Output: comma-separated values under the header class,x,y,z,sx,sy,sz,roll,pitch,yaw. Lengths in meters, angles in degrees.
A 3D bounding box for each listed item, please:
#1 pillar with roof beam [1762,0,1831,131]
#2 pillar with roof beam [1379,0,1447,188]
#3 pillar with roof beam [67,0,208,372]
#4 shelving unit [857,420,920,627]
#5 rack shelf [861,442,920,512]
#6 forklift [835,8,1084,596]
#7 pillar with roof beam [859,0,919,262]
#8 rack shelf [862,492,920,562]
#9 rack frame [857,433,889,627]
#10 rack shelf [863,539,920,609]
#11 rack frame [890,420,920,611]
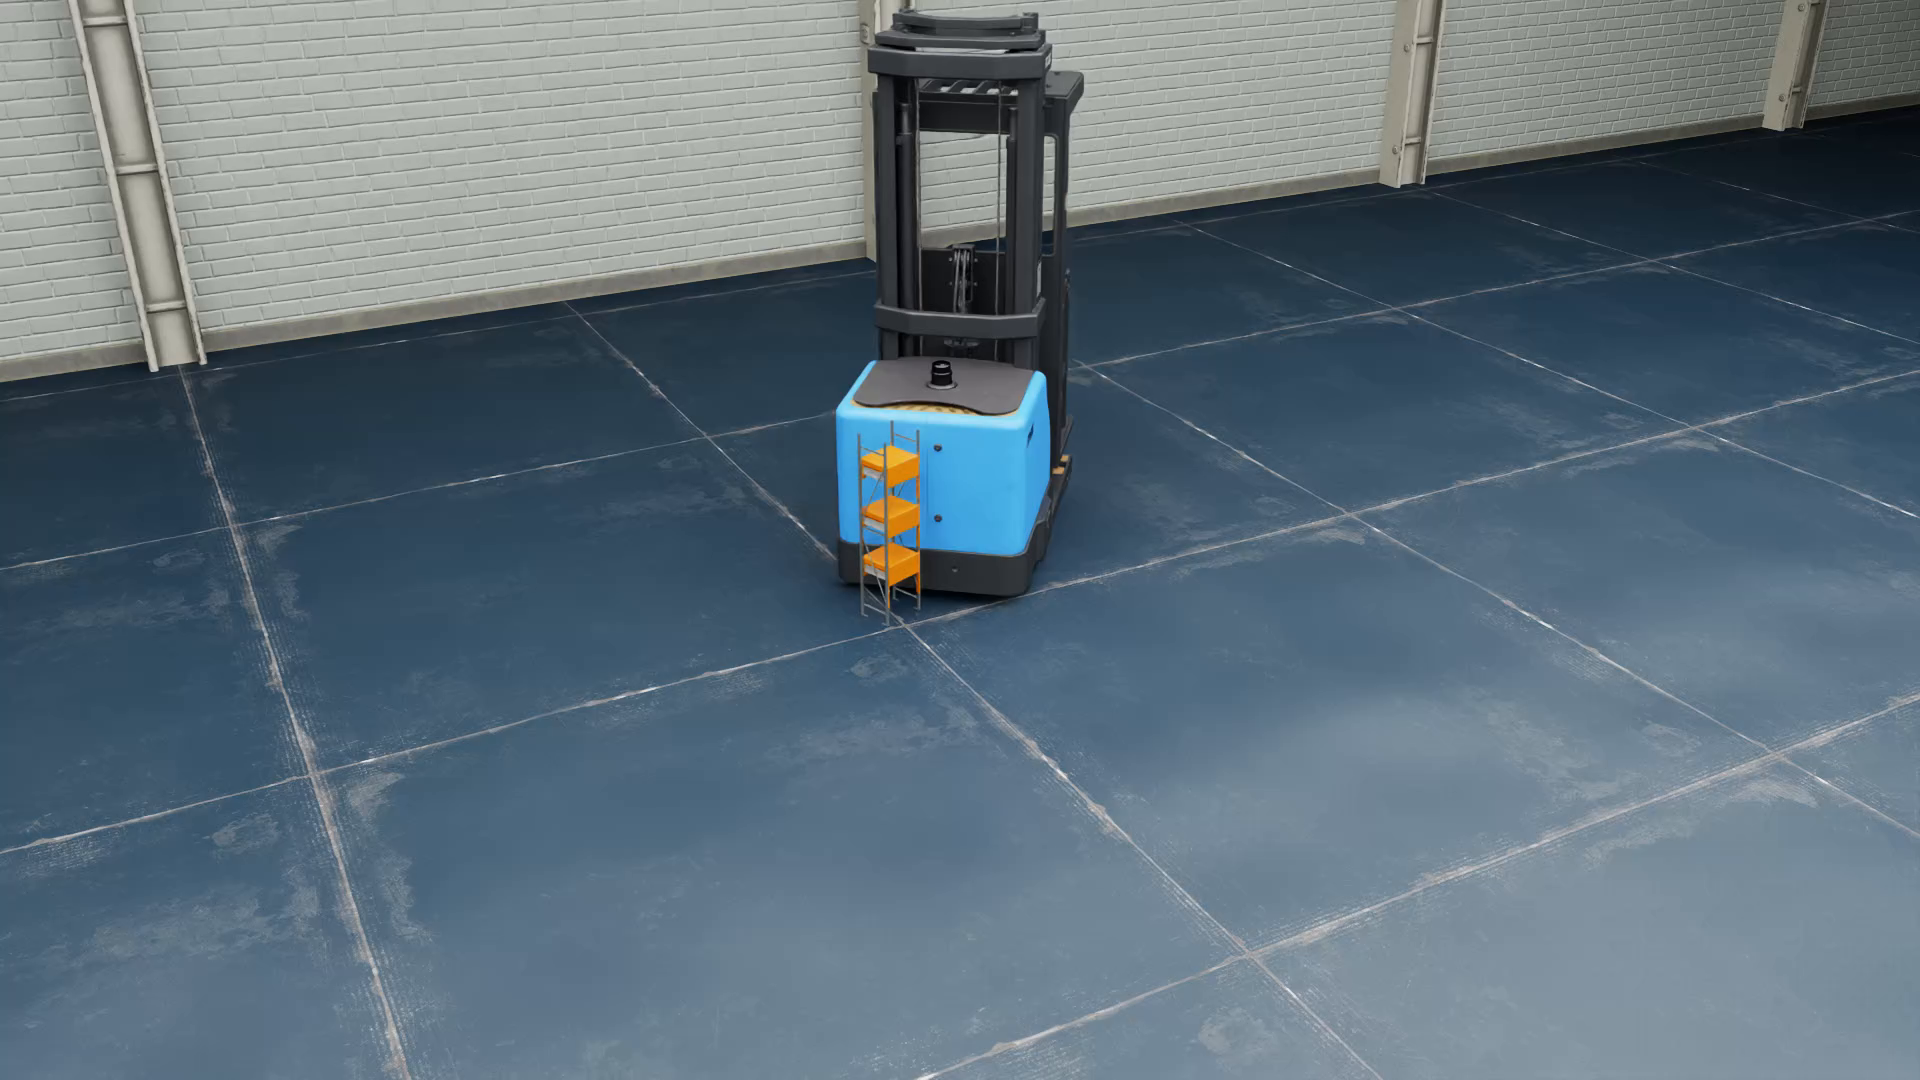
class,x,y,z,sx,sy,sz,roll,pitch,yaw
pillar with roof beam,11.998,-7.426,14.819,0.400,9.000,9.100,-13,29,-25
pillar with roof beam,6.704,-6.204,12.274,0.400,9.000,9.100,-13,29,-25
pillar with roof beam,-3.884,-3.760,7.183,0.400,9.000,9.100,-13,29,-25
shelving unit,-0.368,-0.081,8.704,0.215,1.050,0.252,22,33,36
rack shelf,-0.366,-0.327,8.584,0.215,0.259,0.240,22,33,36
forklift,0.107,-1.632,9.763,1.130,2.935,3.031,5,26,10
pillar with roof beam,1.410,-4.982,9.729,0.400,9.000,9.100,-13,29,-25
rack shelf,-0.368,-0.072,8.708,0.215,0.259,0.240,22,33,36
rack frame,-0.448,-0.042,8.621,0.200,1.050,0.008,22,33,36
rack shelf,-0.370,0.178,8.830,0.215,0.259,0.240,22,33,36
rack frame,-0.287,-0.121,8.786,0.200,1.050,0.008,22,33,36
